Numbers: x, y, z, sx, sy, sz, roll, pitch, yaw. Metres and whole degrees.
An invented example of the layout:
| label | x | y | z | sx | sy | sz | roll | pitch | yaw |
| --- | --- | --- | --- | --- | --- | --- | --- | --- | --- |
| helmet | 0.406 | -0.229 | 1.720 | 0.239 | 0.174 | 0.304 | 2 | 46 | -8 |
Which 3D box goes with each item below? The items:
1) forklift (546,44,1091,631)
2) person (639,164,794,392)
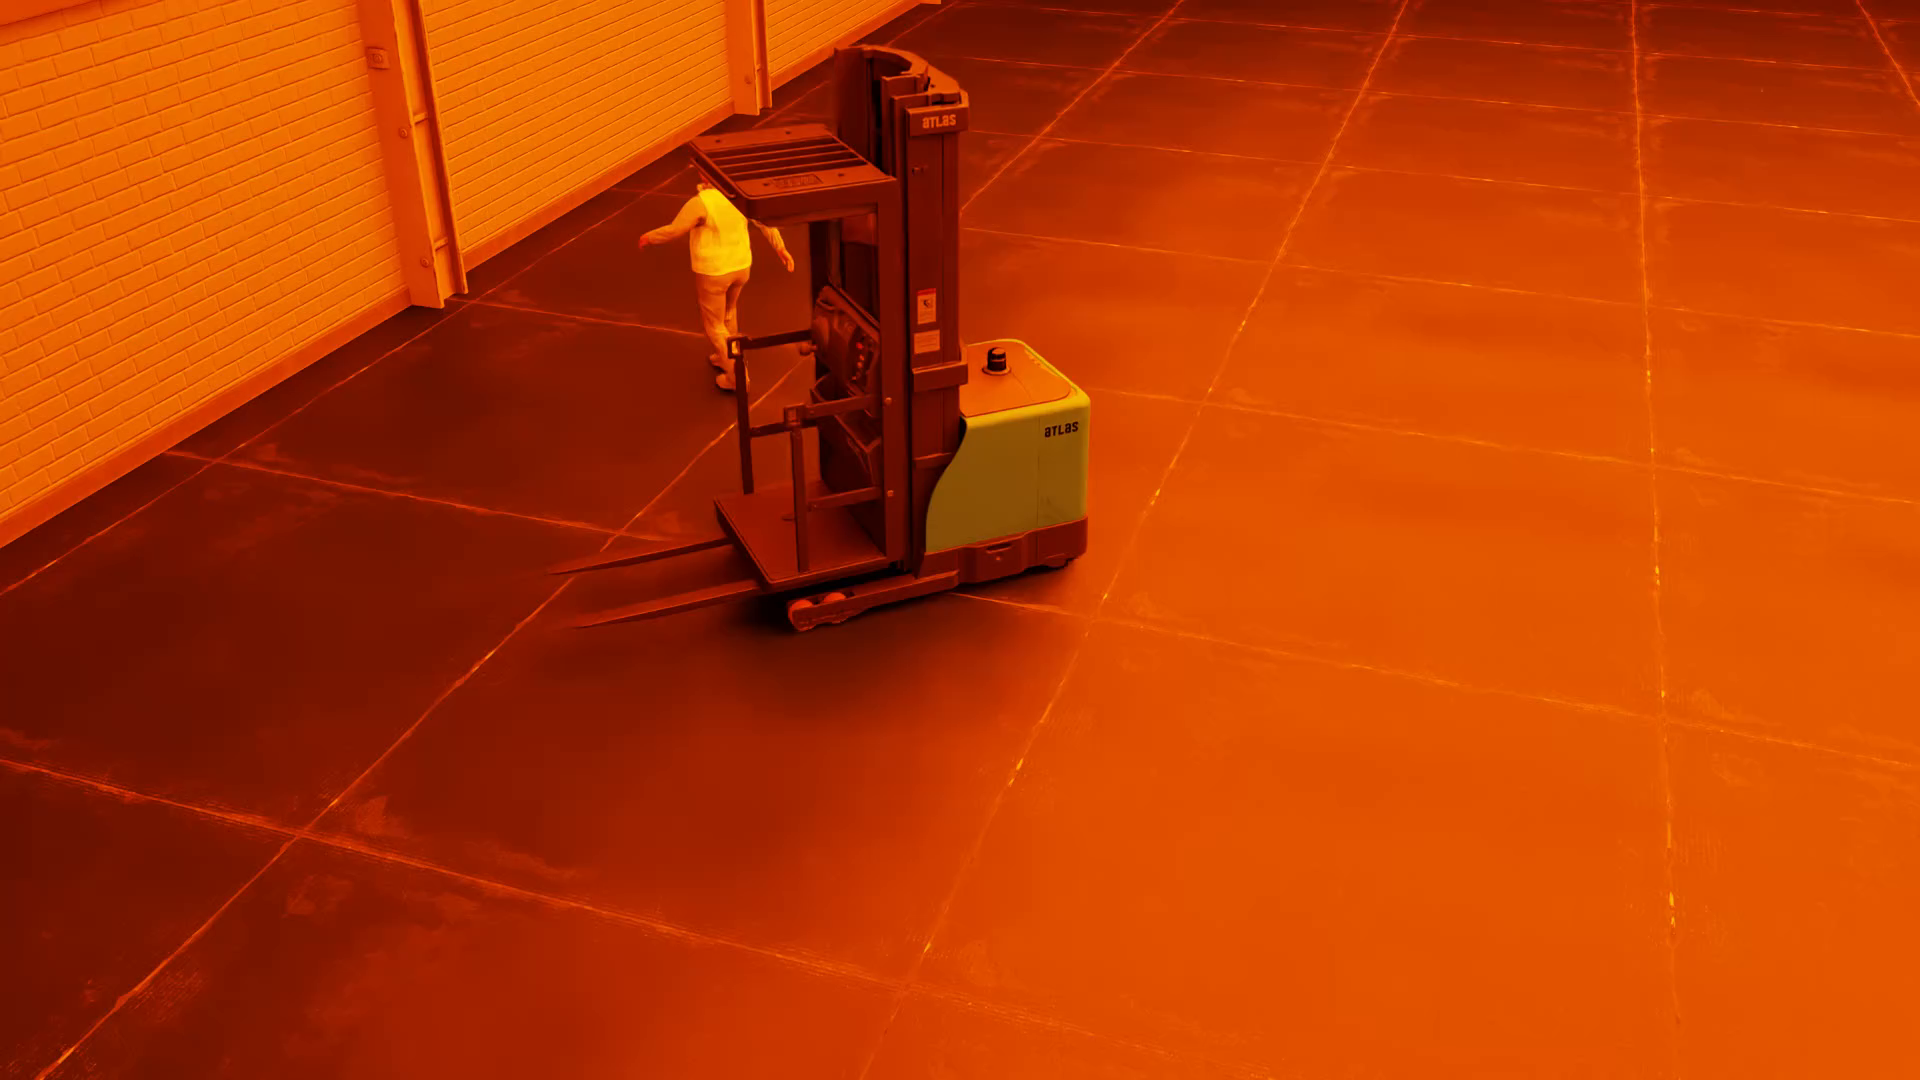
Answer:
| label | x | y | z | sx | sy | sz | roll | pitch | yaw |
| --- | --- | --- | --- | --- | --- | --- | --- | --- | --- |
| forklift | -0.811 | -1.069 | 9.011 | 3.031 | 2.935 | 1.130 | -12 | 32 | -21 |
| person | -1.689 | -1.959 | 11.786 | 0.943 | 1.753 | 0.756 | -24 | 37 | -35 |
